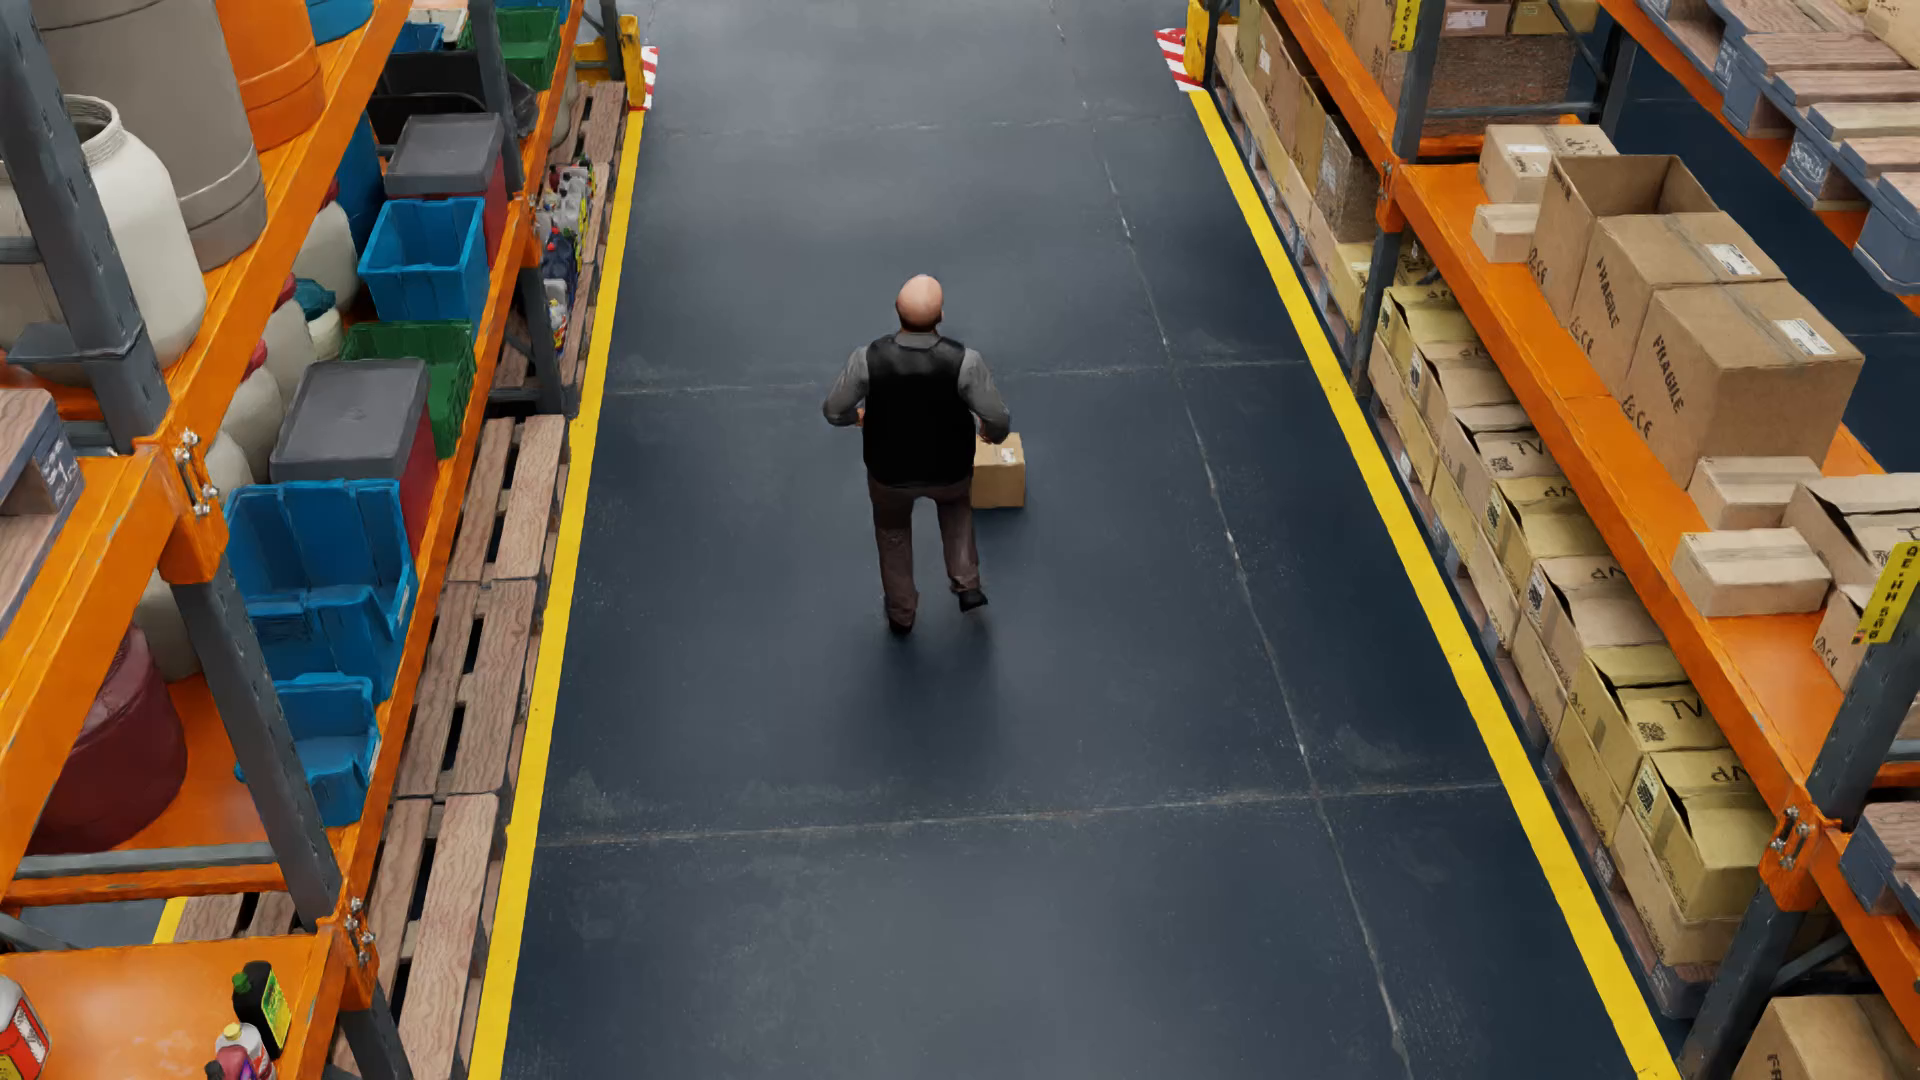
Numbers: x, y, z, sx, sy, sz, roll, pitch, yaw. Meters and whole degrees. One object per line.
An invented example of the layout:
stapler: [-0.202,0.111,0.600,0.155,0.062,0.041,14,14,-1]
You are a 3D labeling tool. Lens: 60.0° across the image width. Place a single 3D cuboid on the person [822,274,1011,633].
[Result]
person: [-0.176,-0.338,6.622,0.716,1.695,0.502,-3,39,-4]
